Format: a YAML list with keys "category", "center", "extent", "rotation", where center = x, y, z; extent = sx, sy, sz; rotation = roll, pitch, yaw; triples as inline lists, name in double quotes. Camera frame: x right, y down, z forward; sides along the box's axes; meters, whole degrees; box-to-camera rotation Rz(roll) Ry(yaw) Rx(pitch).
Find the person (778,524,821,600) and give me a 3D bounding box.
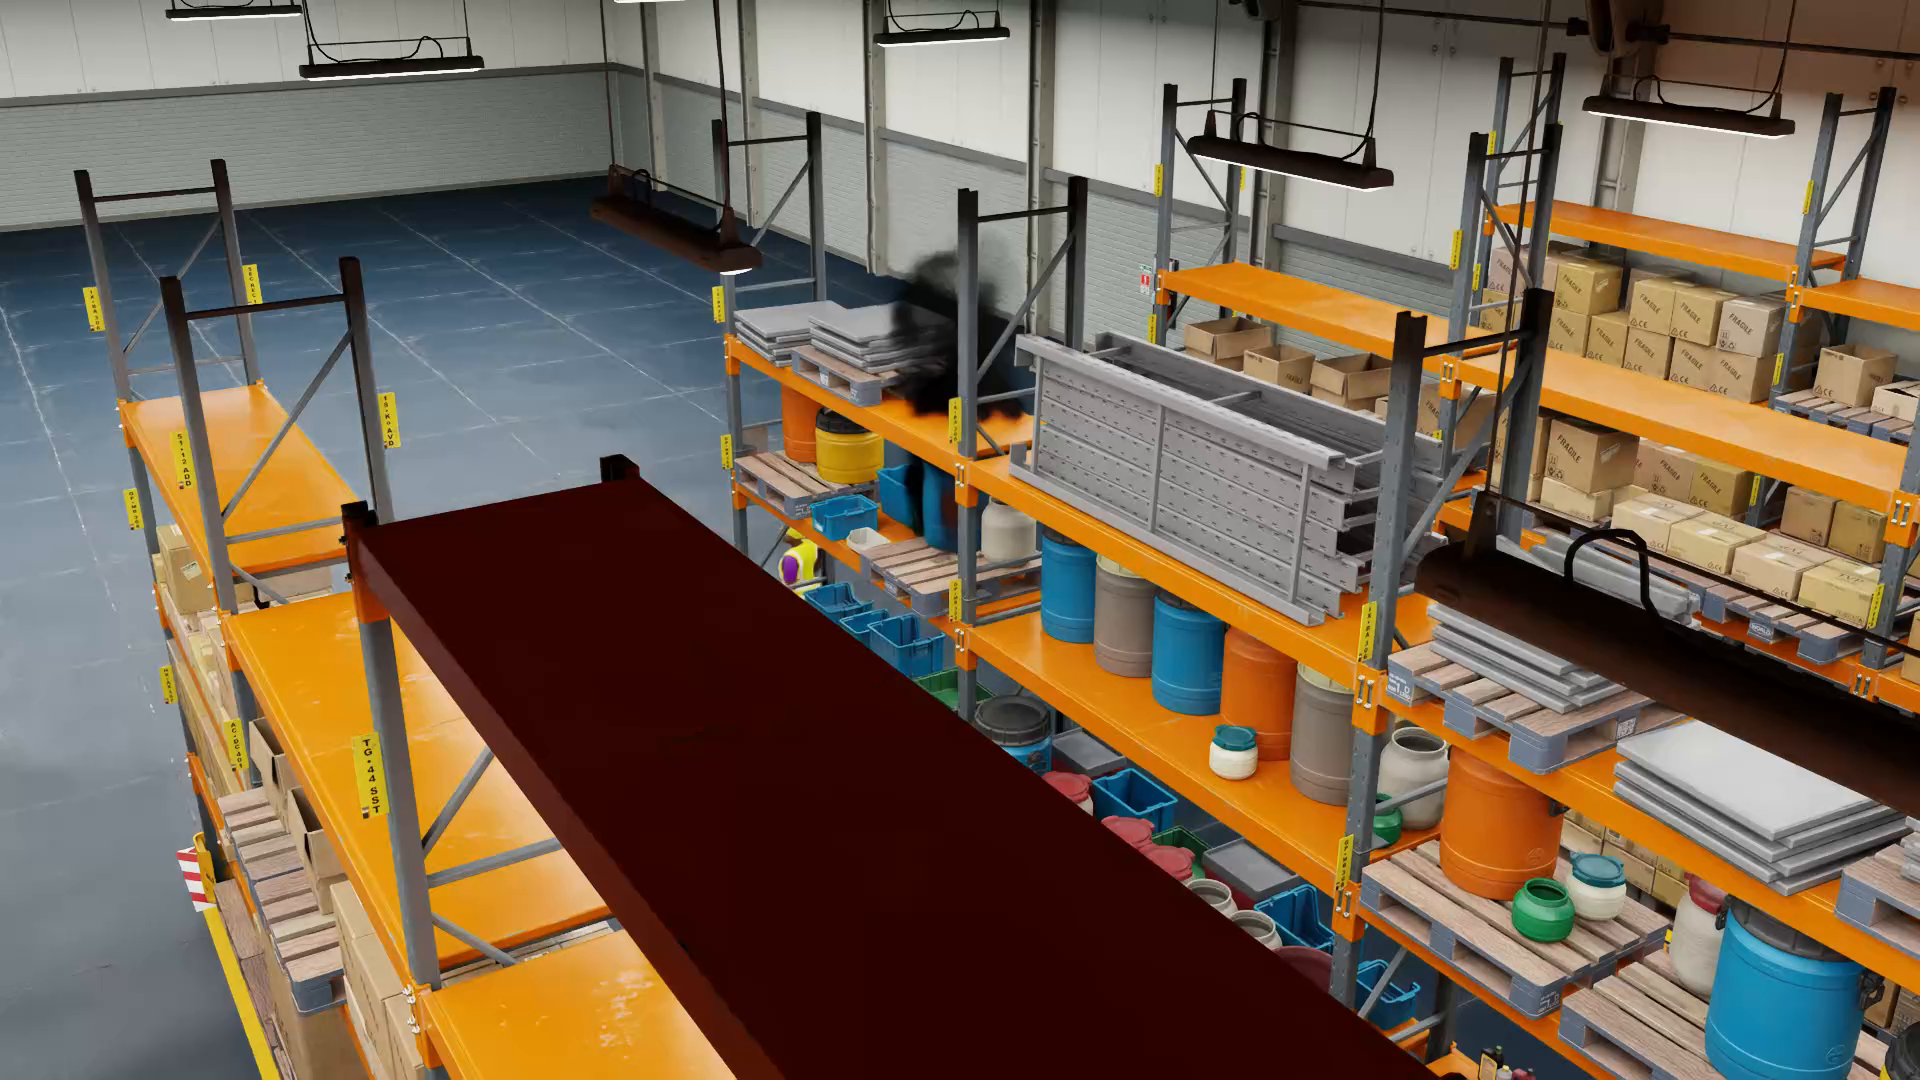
- category: "person"
  center: [-1.675, 0.583, 17.667]
  extent: [0.655, 1.718, 0.756]
  rotation: [8, 23, 19]
